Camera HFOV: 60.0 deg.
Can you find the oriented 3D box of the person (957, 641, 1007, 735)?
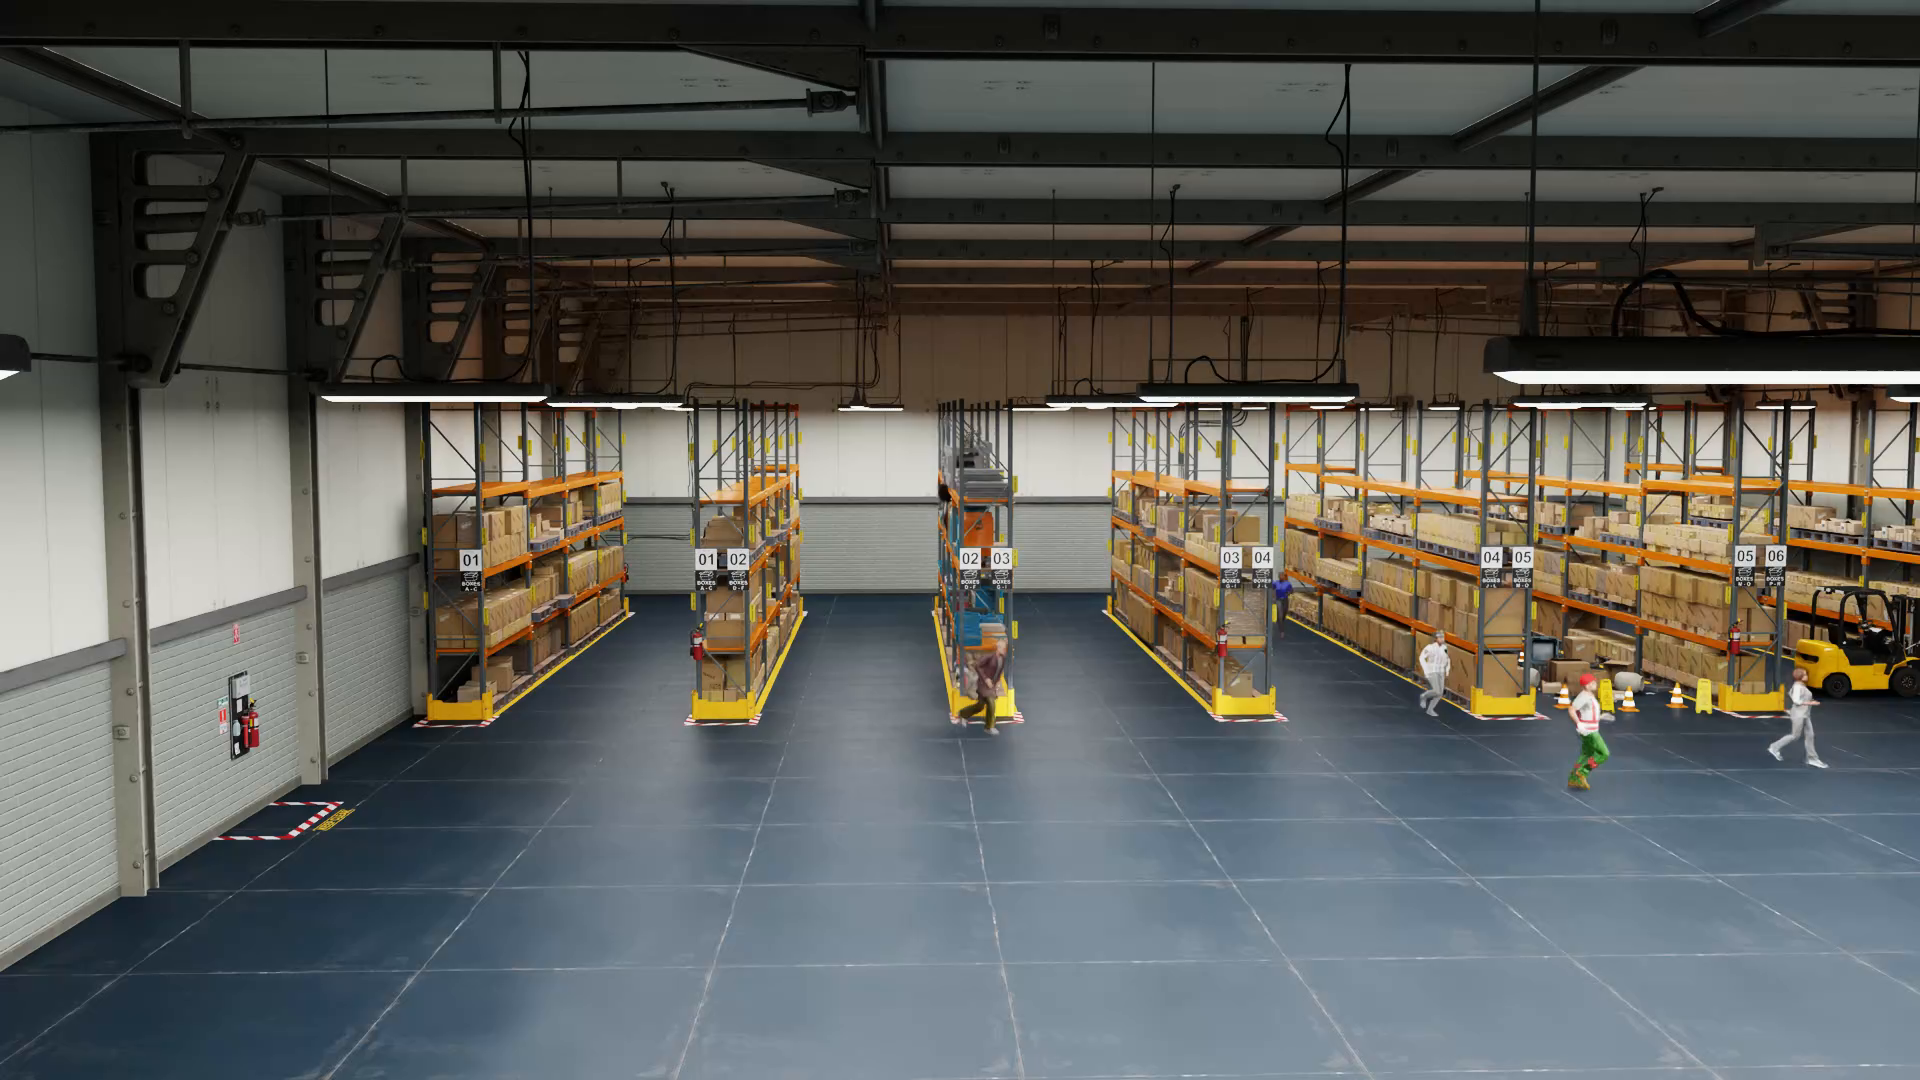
[{"bbox_3d":[0.430,2.681,29.994,0.951,1.590,0.699,3,5,38],"label":"person"}]

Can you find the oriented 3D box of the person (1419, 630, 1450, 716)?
[{"bbox_3d":[9.026,2.518,31.601,0.630,1.645,0.517,-2,5,-24],"label":"person"}]

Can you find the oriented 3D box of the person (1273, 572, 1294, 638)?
[{"bbox_3d":[8.315,1.645,42.900,0.567,1.675,0.868,0,4,2],"label":"person"}]

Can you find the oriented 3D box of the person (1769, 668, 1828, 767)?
[{"bbox_3d":[13.573,2.852,26.880,0.873,1.580,0.545,4,6,40],"label":"person"}]

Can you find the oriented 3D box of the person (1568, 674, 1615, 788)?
[{"bbox_3d":[9.599,2.908,25.273,0.650,1.743,0.646,2,5,24],"label":"person"}]
